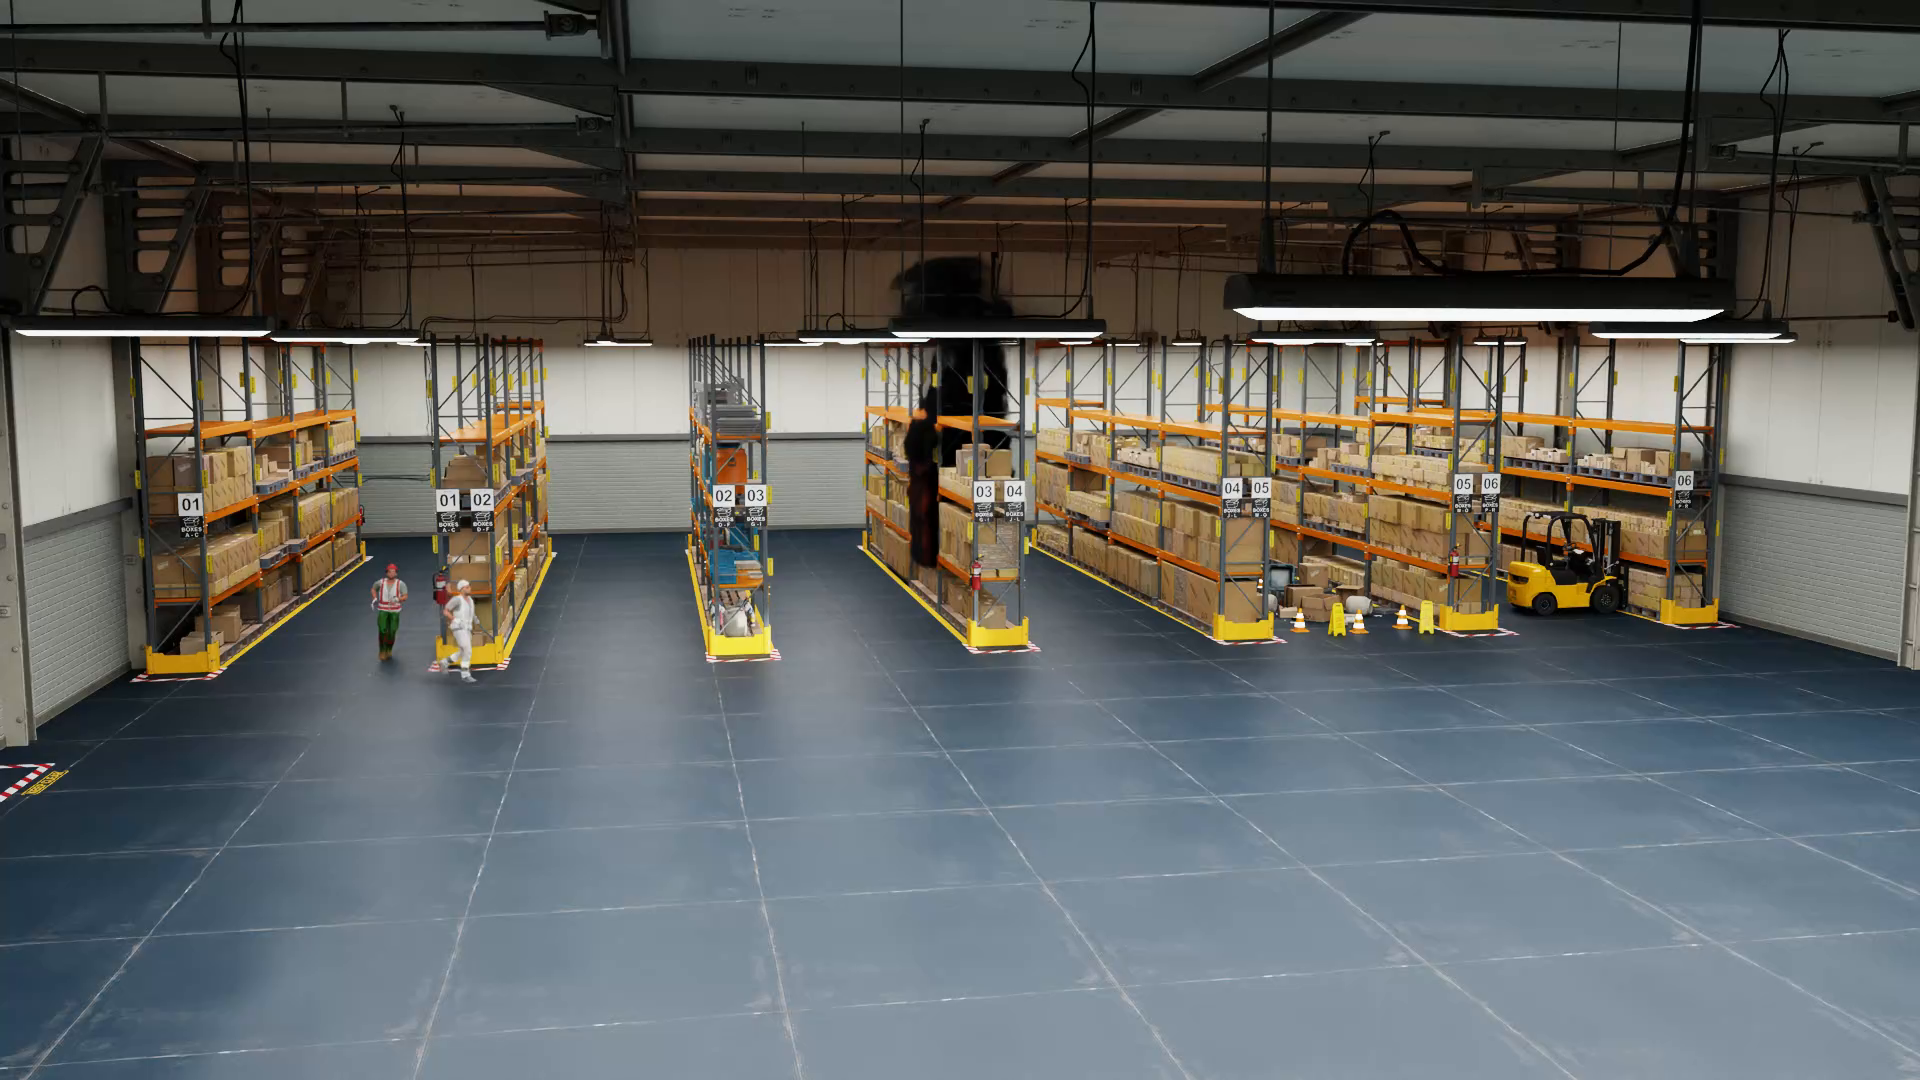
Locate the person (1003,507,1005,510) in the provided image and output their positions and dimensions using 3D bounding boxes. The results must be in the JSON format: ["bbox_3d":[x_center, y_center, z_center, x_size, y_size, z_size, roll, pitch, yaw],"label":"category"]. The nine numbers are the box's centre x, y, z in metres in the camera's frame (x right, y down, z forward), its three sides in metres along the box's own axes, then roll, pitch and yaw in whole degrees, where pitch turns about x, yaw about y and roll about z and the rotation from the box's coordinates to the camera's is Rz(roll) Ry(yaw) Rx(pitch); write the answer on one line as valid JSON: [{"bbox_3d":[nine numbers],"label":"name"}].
[{"bbox_3d":[1.519,-0.737,49.672,0.656,1.687,0.754,-5,8,-36],"label":"person"}]

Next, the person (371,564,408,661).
[{"bbox_3d":[-10.540,1.333,30.766,0.646,1.778,0.702,-2,7,-20],"label":"person"}]

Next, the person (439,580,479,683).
[{"bbox_3d":[-8.673,1.565,28.897,0.794,1.744,0.704,2,7,21],"label":"person"}]
